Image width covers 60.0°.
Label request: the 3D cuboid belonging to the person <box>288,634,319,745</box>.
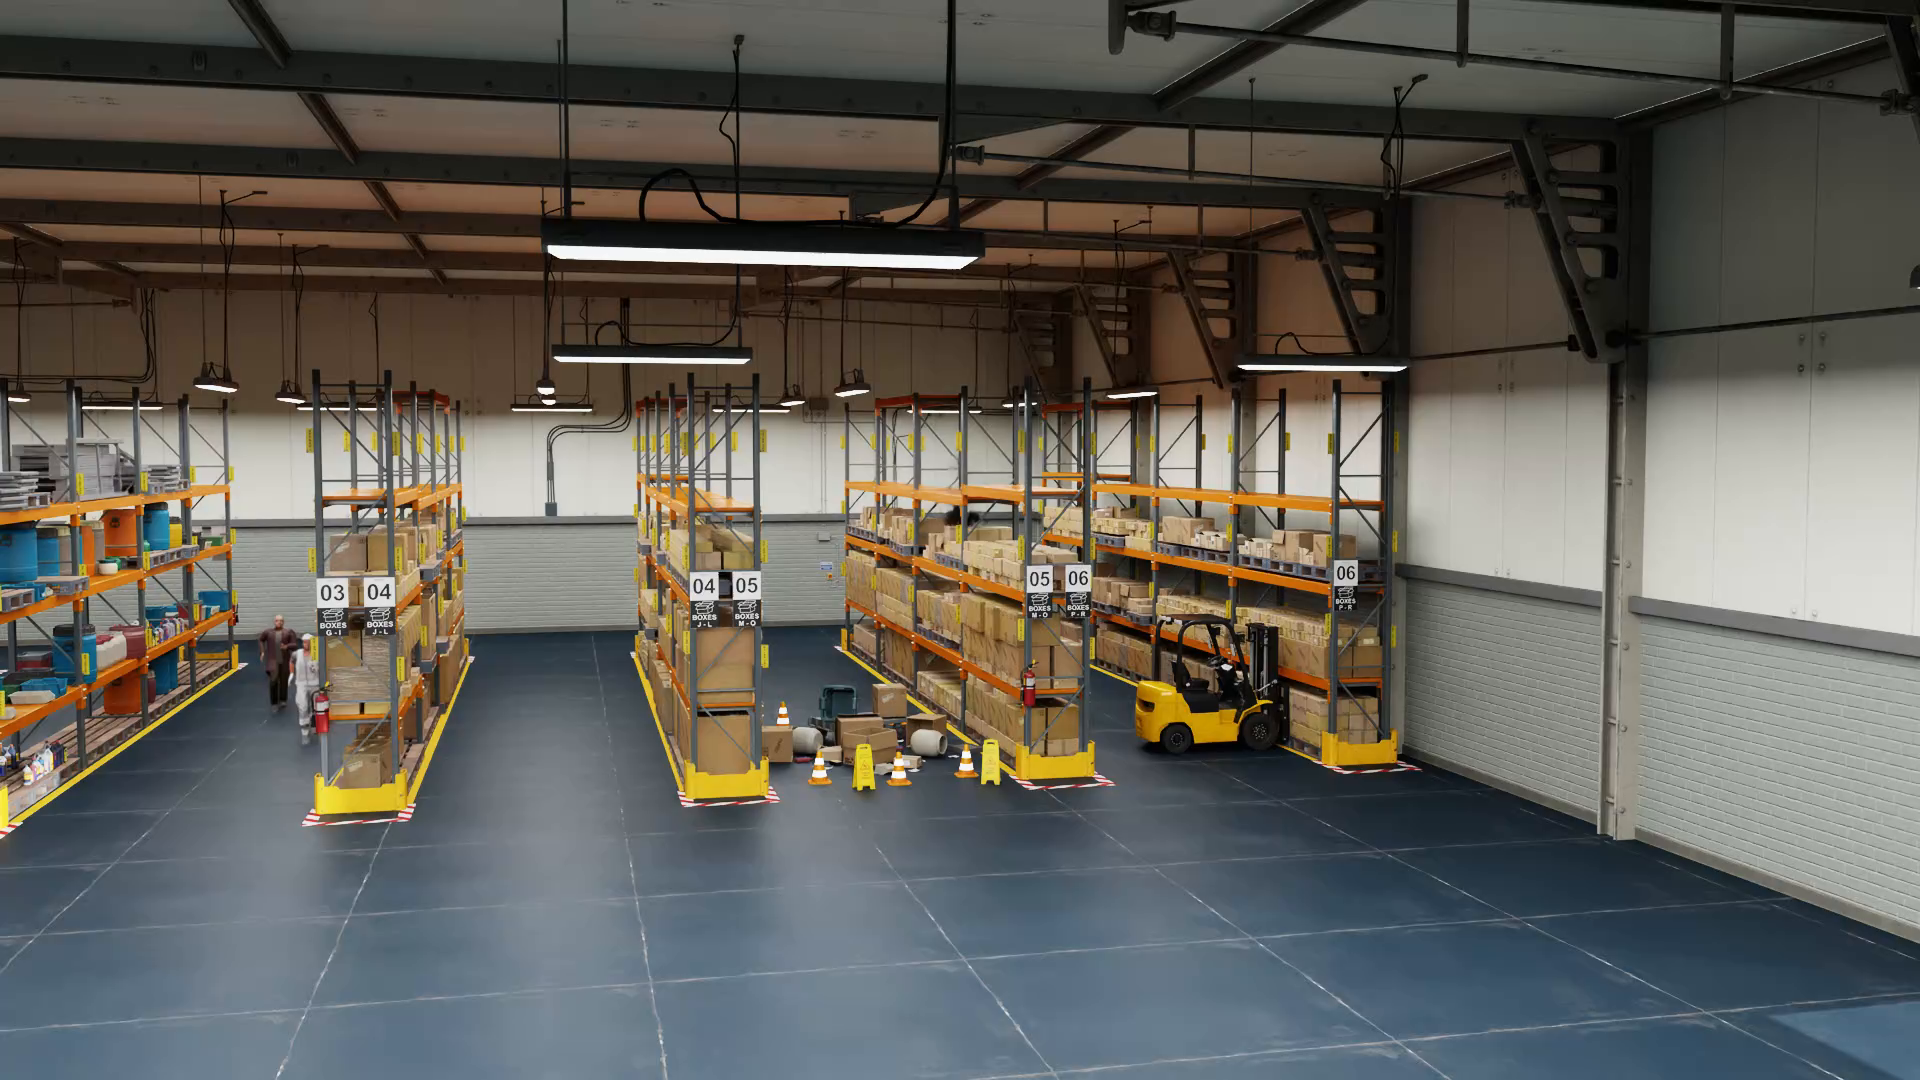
[{"bbox_3d":[-10.934,2.469,27.918,0.654,1.814,0.918,-1,3,-18],"label":"person"}]

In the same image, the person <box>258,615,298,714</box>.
[{"bbox_3d":[-12.743,2.324,31.110,0.669,1.846,0.828,-2,4,-26],"label":"person"}]
